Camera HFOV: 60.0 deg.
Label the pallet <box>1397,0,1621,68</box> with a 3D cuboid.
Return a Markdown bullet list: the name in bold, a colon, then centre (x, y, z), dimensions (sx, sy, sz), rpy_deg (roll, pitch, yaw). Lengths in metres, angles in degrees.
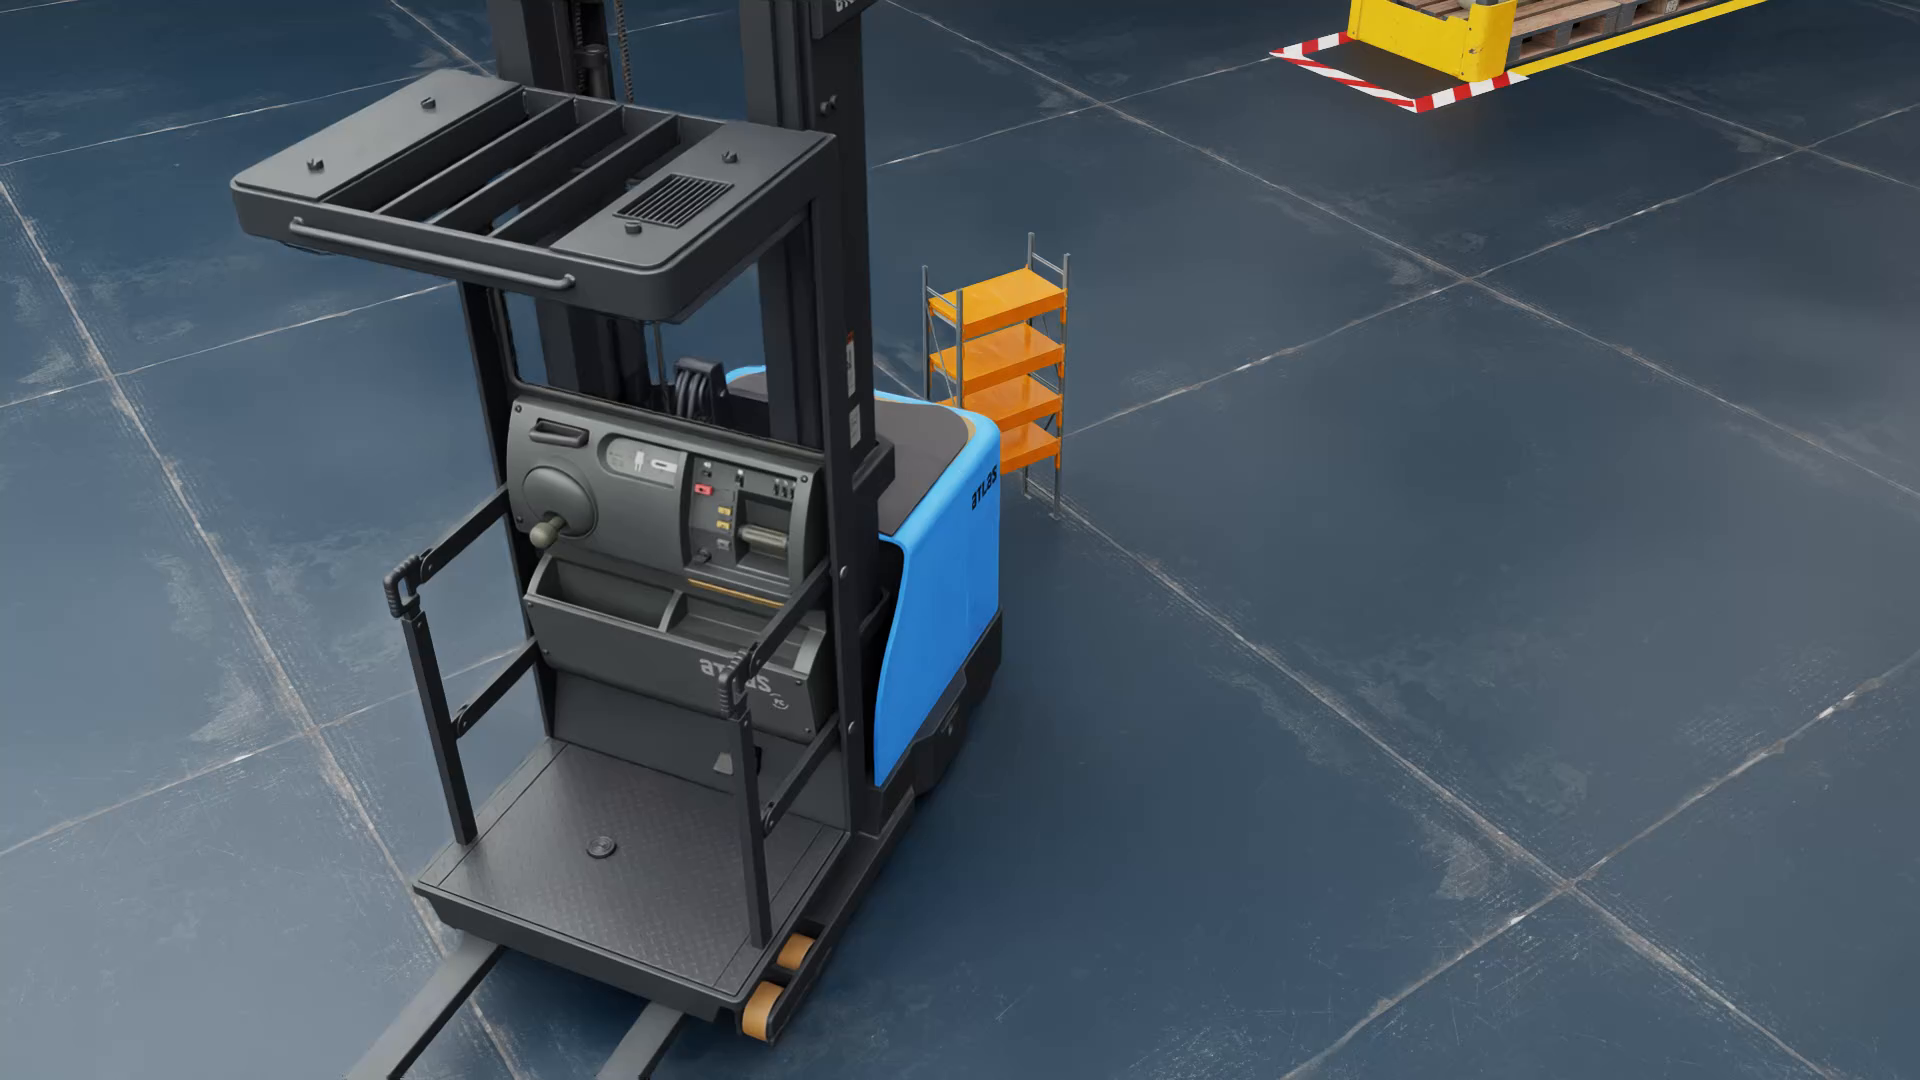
- **pallet**: centre (3.836, -3.685, 11.693), dimensions (1.213, 0.211, 1.003), rpy_deg (-22, 41, -28)

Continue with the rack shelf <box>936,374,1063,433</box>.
- **rack shelf**: centre (0.135, -0.488, 6.516), dimensions (0.480, 0.148, 0.258), rpy_deg (-22, 41, -28)

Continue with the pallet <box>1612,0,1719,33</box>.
- **pallet**: centre (4.833, -4.093, 12.260), dimensions (1.213, 0.211, 1.003), rpy_deg (-22, 41, -28)

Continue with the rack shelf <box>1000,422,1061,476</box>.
- **rack shelf**: centre (0.135, -0.327, 6.632), dimensions (0.480, 0.148, 0.258), rpy_deg (-22, 41, -28)

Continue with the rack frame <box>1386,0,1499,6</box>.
- **rack frame**: centre (3.134, -4.498, 10.436), dimensions (0.127, 3.000, 1.000), rpy_deg (-22, 41, -28)

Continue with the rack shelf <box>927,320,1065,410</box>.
- **rack shelf**: centre (0.135, -0.670, 6.386), dimensions (0.480, 0.148, 0.258), rpy_deg (-22, 41, -28)

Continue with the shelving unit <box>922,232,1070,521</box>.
- **shelving unit**: centre (0.135, -0.543, 6.477), dimensions (0.503, 1.200, 0.258), rpy_deg (-22, 41, -28)

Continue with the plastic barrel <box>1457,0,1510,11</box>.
- **plastic barrel**: centre (3.628, -3.917, 11.398), dimensions (0.421, 0.512, 0.421), rpy_deg (0, 36, 0)

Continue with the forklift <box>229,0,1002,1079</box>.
- **forklift**: centre (-0.897, -0.045, 4.303), dimensions (1.130, 2.935, 3.031), rpy_deg (14, 38, 19)

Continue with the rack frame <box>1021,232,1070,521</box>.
- **rack frame**: centre (0.335, -0.625, 6.591), dimensions (0.015, 1.200, 0.240), rpy_deg (-22, 41, -28)

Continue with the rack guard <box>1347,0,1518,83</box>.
- **rack guard**: centre (3.169, -3.532, 11.232), dimensions (0.348, 0.500, 1.175), rpy_deg (-22, 41, -28)

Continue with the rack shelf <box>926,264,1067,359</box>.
- **rack shelf**: centre (0.135, -0.862, 6.248), dimensions (0.480, 0.148, 0.258), rpy_deg (-22, 41, -28)

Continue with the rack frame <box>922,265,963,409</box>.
- **rack frame**: centre (-0.064, -0.461, 6.363), dimensions (0.015, 1.200, 0.240), rpy_deg (-22, 41, -28)
